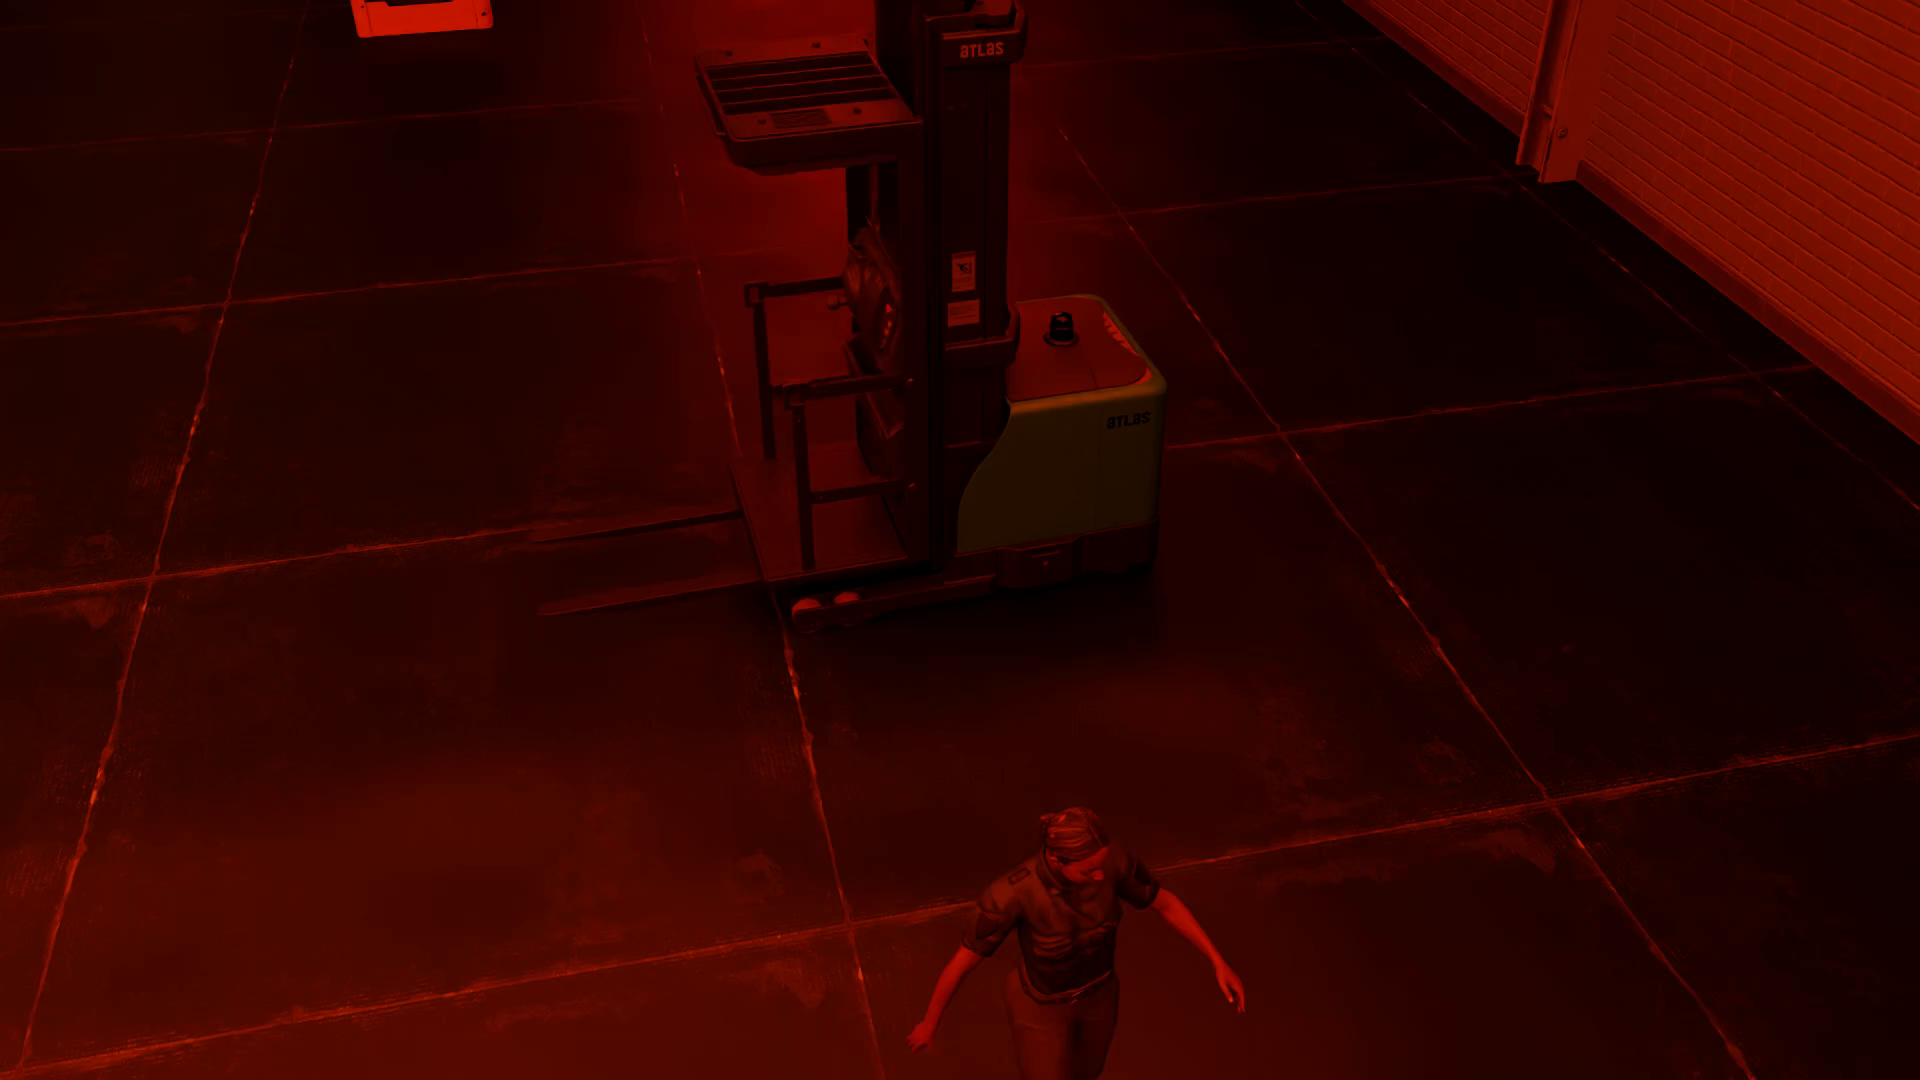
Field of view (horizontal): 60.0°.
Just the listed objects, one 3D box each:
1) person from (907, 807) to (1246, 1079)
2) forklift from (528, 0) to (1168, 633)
[{"bbox_3d":[0.325,1.489,5.127,0.912,1.653,0.688,-17,39,-22],"label":"person"},{"bbox_3d":[-0.587,-1.088,7.562,3.031,2.935,1.130,-9,37,-13],"label":"forklift"}]
